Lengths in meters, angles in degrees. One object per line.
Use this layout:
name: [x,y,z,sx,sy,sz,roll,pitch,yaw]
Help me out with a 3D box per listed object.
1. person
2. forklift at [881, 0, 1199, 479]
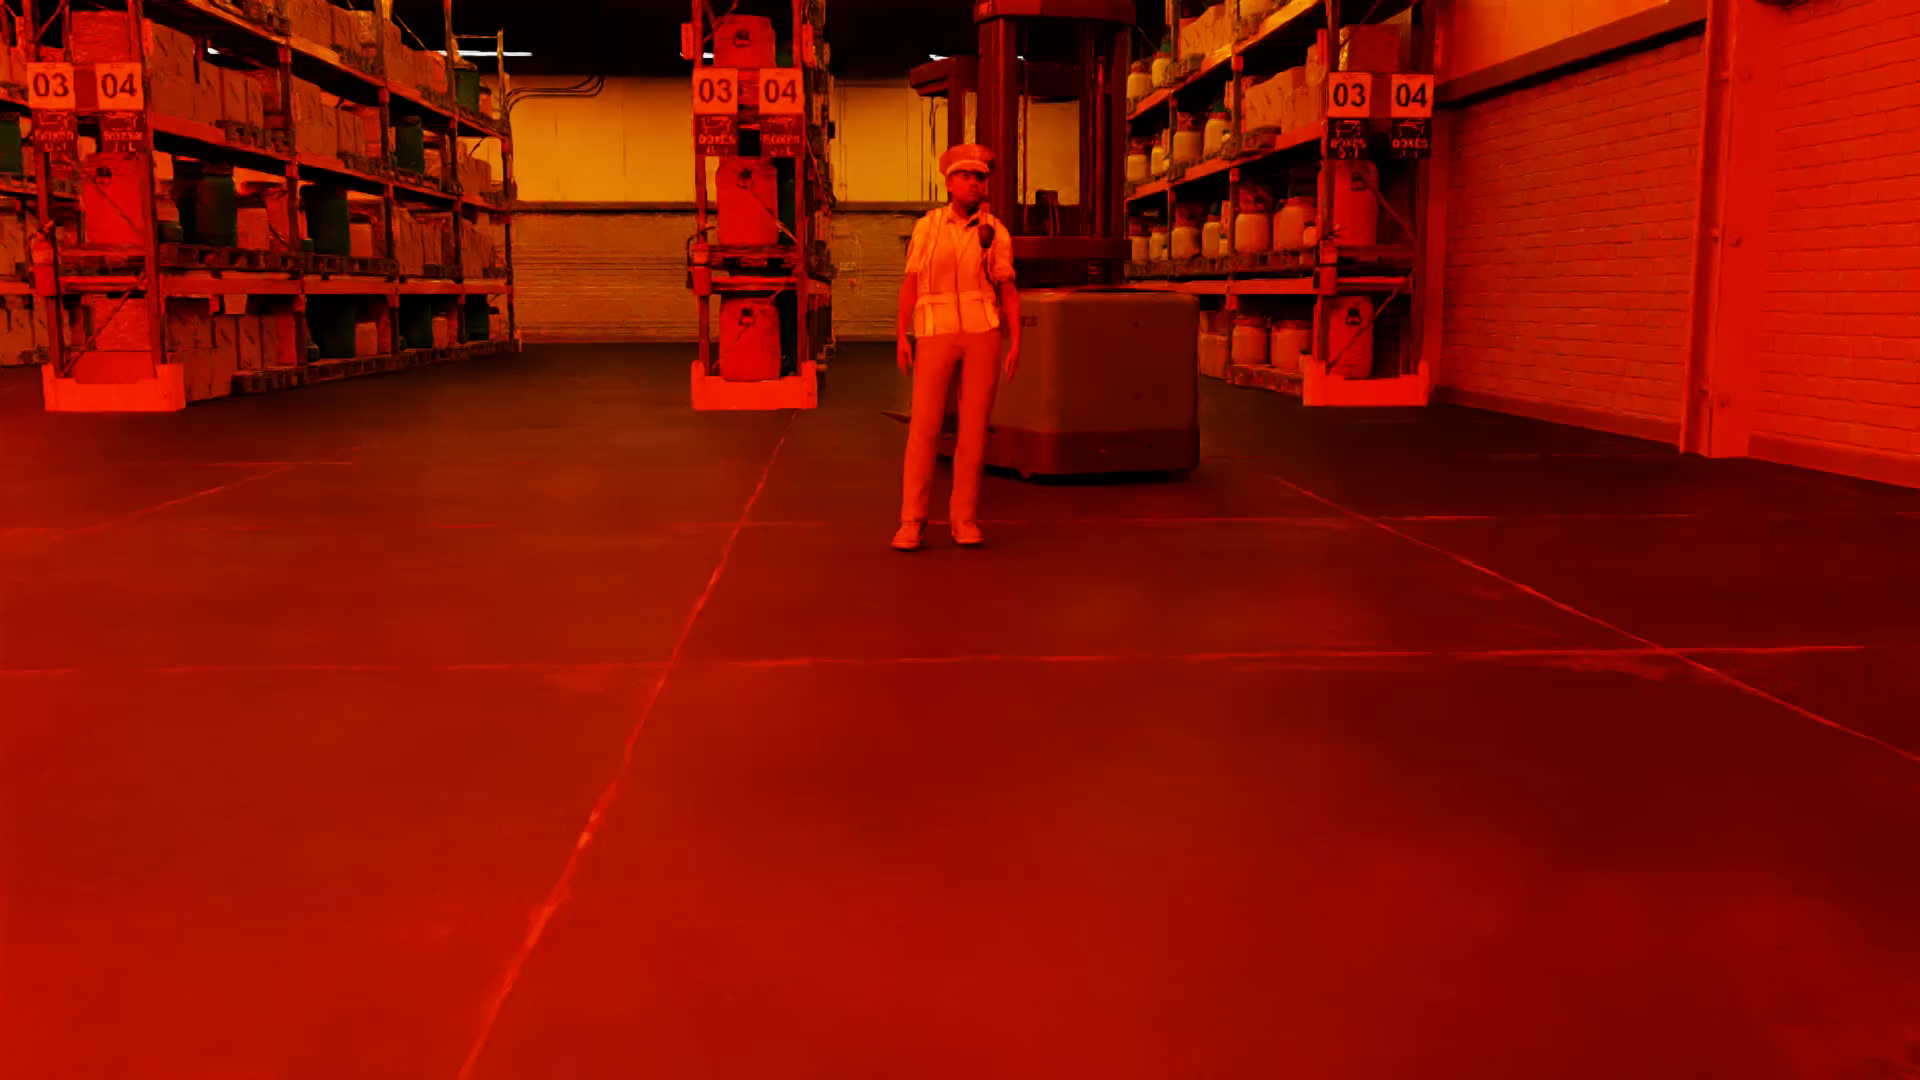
person: [-0.015,-0.835,7.109,0.570,1.695,0.529,-1,8,-4]
forklift: [0.342,-1.974,10.627,1.130,2.935,3.031,-4,9,-23]
